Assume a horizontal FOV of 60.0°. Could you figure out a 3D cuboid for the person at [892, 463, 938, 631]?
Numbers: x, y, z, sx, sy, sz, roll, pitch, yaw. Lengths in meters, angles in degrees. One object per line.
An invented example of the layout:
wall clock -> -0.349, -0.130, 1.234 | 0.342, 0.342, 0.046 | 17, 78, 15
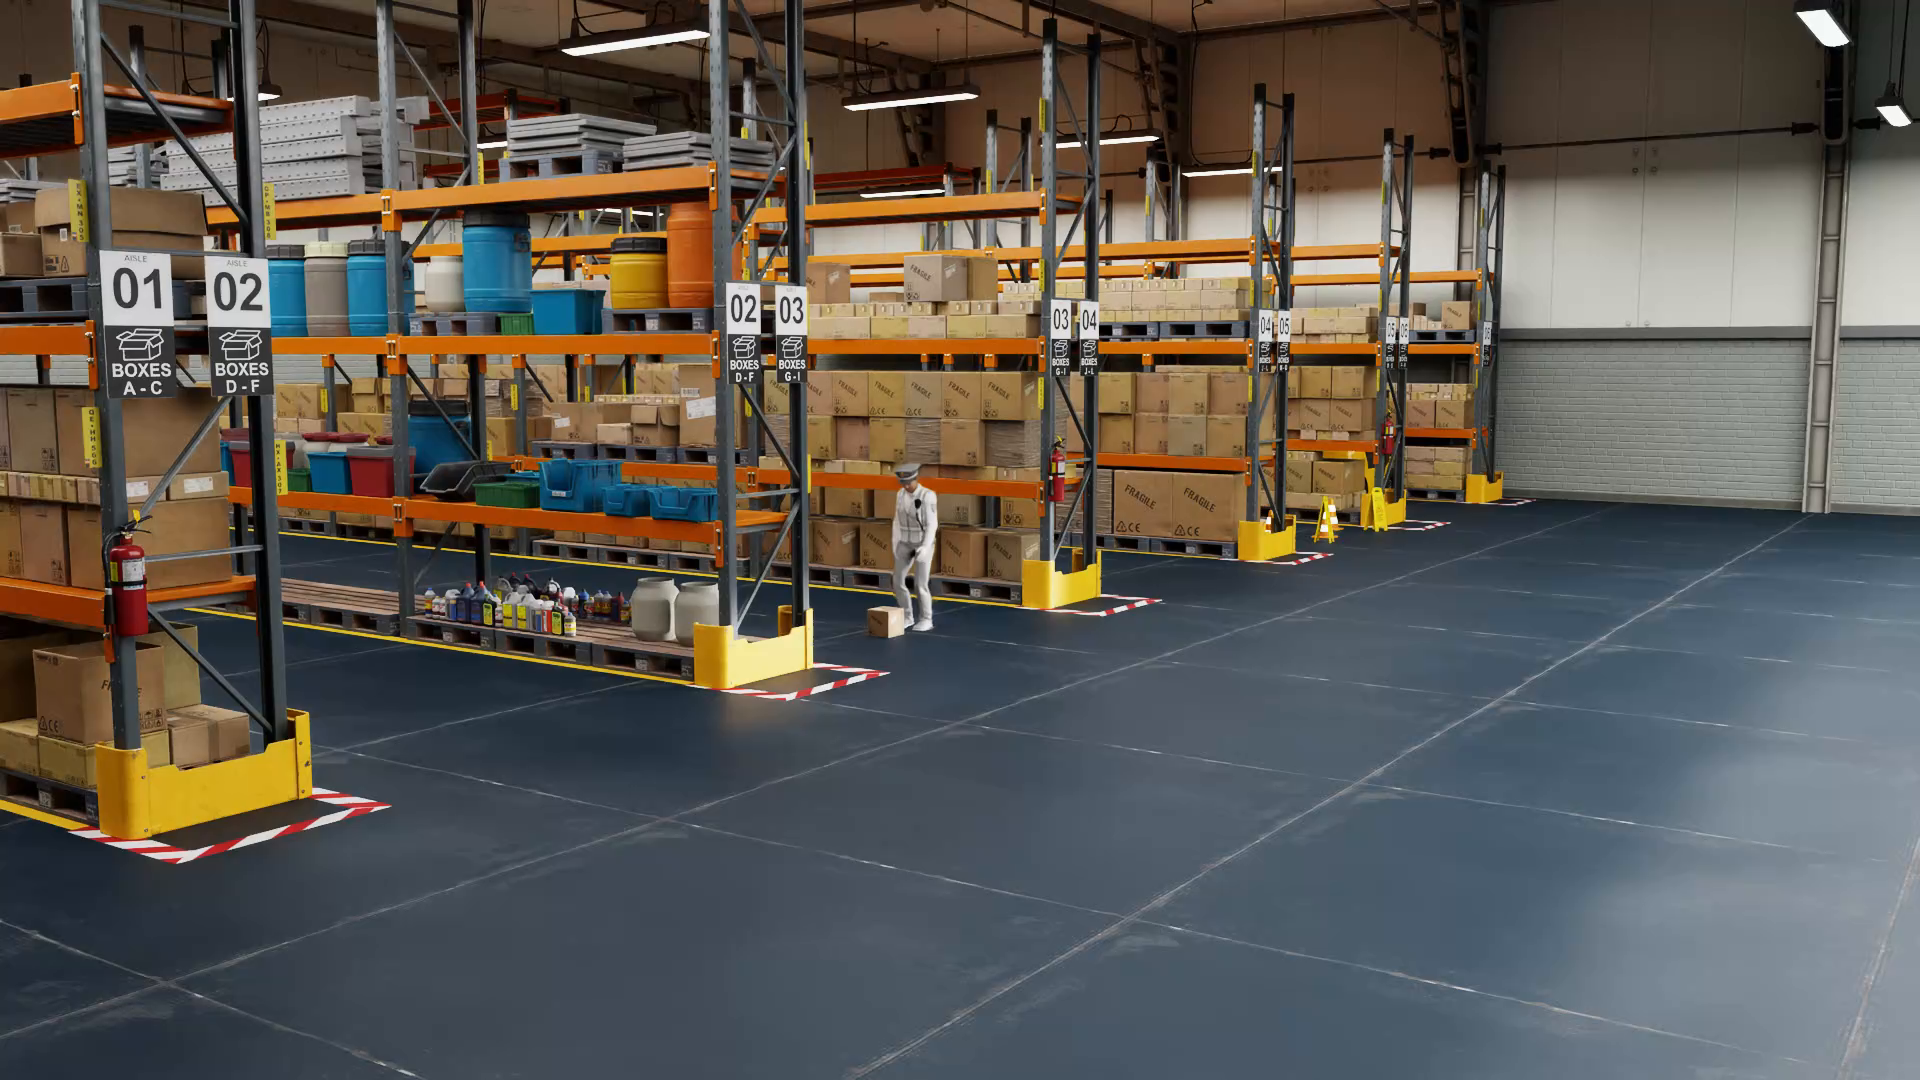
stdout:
person -> -0.439, 0.064, 16.005 | 0.504, 1.616, 0.461 | 5, 8, 35
